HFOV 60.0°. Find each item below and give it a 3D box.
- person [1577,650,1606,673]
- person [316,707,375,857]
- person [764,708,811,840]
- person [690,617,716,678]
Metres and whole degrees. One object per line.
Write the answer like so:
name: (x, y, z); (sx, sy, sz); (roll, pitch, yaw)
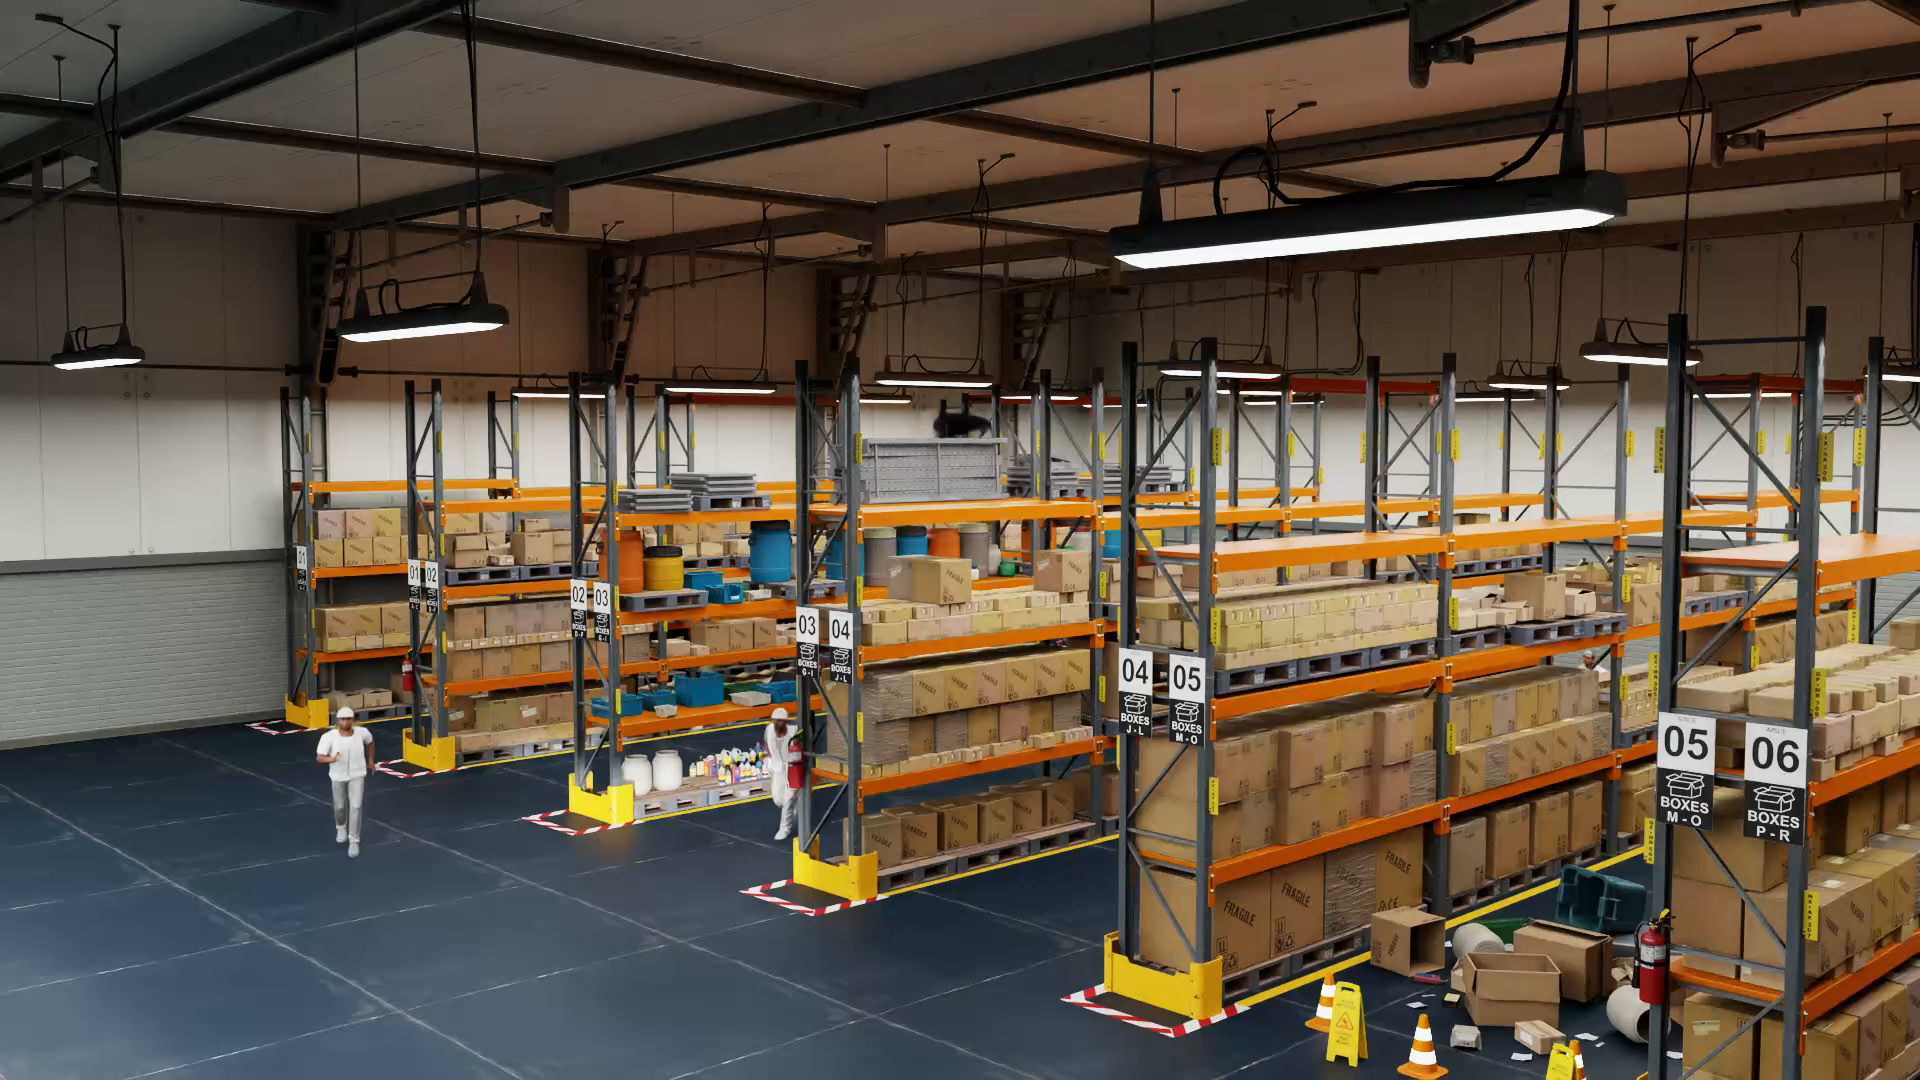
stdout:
person: (10.237, 2.613, 27.134); (0.577, 1.629, 0.593); (-3, 5, -42)
person: (-7.578, 2.939, 20.542); (0.688, 1.781, 0.930); (-2, 4, -22)
person: (-2.210, 2.966, 21.355); (0.666, 1.710, 0.812); (1, 4, 15)
person: (-4.763, 2.260, 31.249); (0.650, 1.795, 0.959); (3, 5, 36)
